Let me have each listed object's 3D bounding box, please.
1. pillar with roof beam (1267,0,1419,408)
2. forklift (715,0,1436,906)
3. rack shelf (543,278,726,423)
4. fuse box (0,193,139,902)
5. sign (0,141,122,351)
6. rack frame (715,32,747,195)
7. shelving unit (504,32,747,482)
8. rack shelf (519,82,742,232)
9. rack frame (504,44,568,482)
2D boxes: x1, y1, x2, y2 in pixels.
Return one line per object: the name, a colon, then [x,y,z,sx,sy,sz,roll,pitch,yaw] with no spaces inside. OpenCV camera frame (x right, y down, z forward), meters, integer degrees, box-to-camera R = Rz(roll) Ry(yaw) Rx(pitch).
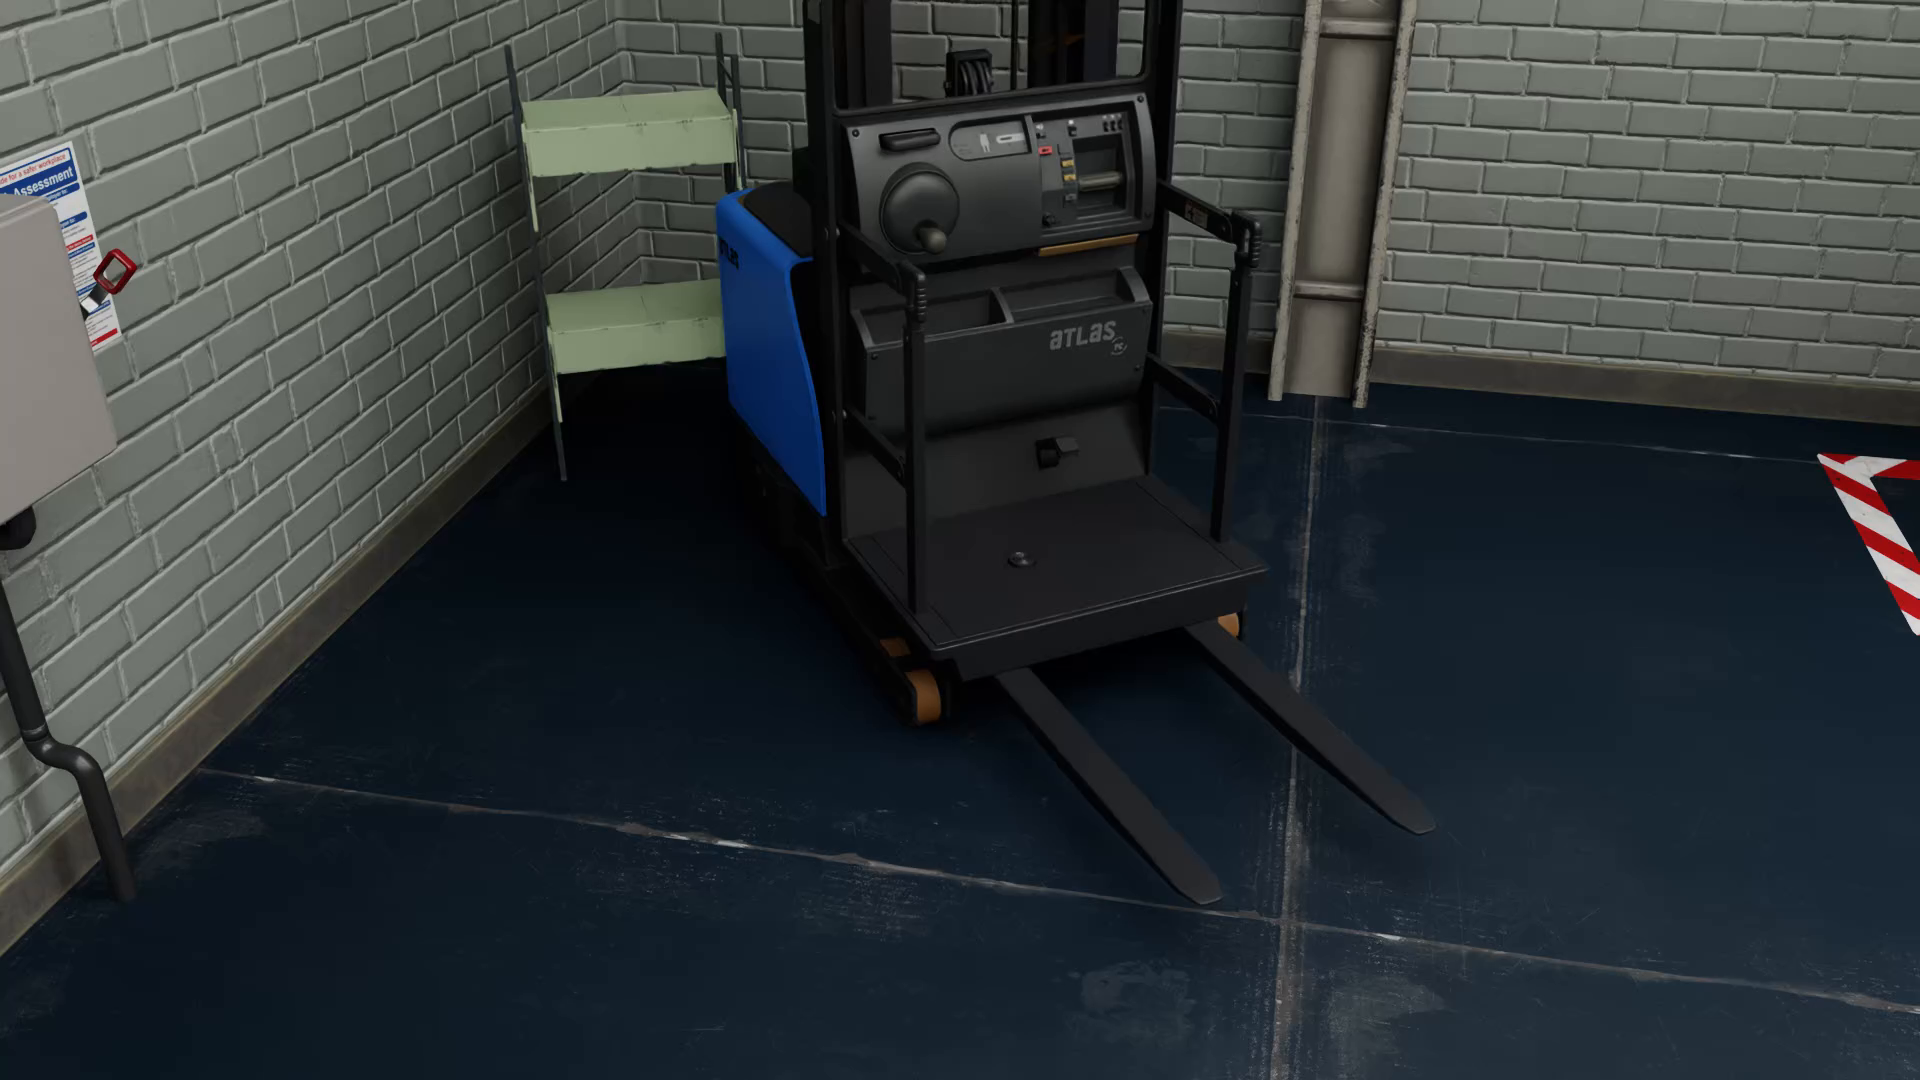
pillar with roof beam: [0.582,-2.551,1.039,0.400,9.000,9.100,6,29,11]
forklift: [0.220,-0.989,4.505,1.130,2.935,3.031,-12,31,-21]
rack shelf: [-1.164,-0.729,6.198,0.720,0.370,0.431,-8,30,-14]
fuse box: [-2.042,0.122,3.745,0.414,1.711,0.539,6,29,11]
sign: [-2.141,-0.654,3.920,0.001,0.494,0.329,6,29,11]
rack frame: [-0.811,-1.062,6.129,0.023,1.500,0.400,-8,30,-14]
shelving unit: [-1.164,-1.015,6.042,0.755,1.500,0.431,-8,30,-14]
rack shelf: [-1.164,-1.357,5.854,0.720,0.370,0.431,-8,30,-14]
rack frame: [-1.516,-0.967,5.955,0.023,1.500,0.400,-8,30,-14]
